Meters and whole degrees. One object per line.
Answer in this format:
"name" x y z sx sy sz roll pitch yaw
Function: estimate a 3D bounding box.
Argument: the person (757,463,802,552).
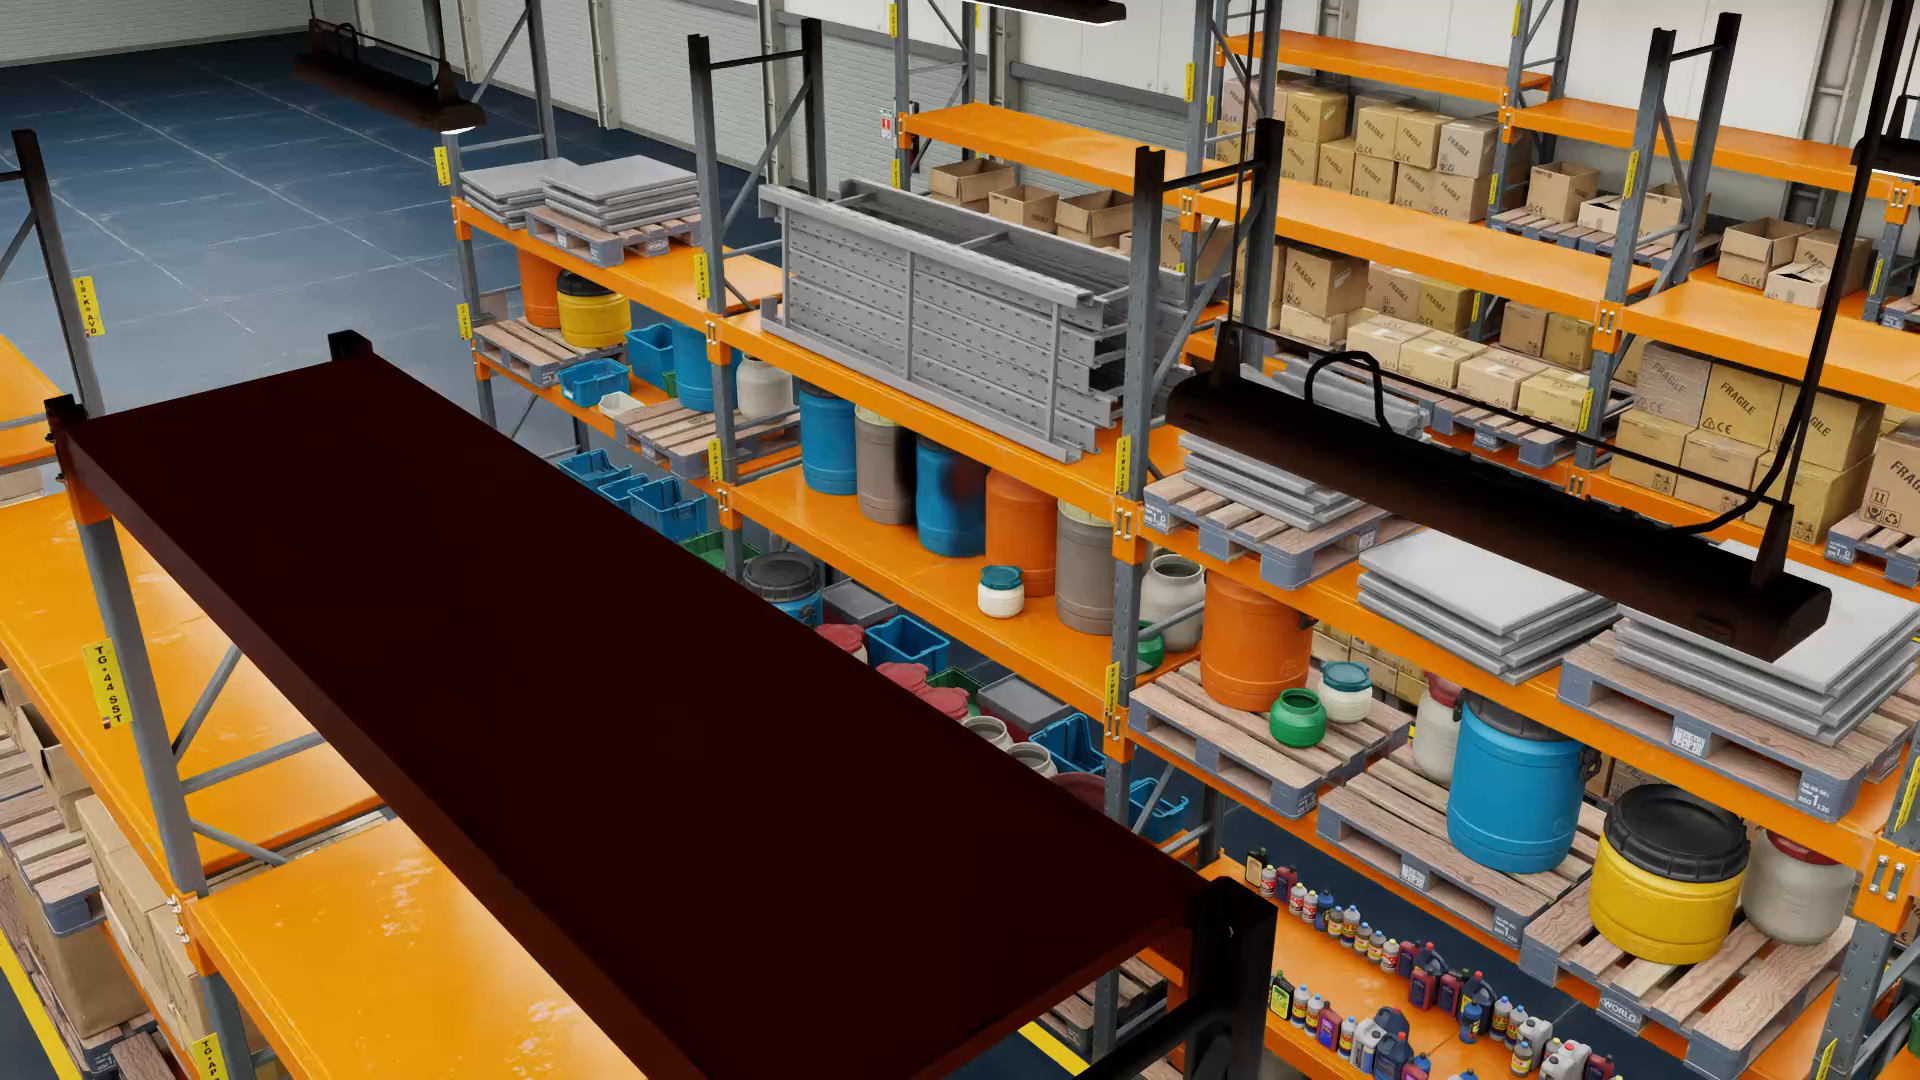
"person" -1.771 -0.473 16.694 0.486 1.752 0.550 -7 28 -13
